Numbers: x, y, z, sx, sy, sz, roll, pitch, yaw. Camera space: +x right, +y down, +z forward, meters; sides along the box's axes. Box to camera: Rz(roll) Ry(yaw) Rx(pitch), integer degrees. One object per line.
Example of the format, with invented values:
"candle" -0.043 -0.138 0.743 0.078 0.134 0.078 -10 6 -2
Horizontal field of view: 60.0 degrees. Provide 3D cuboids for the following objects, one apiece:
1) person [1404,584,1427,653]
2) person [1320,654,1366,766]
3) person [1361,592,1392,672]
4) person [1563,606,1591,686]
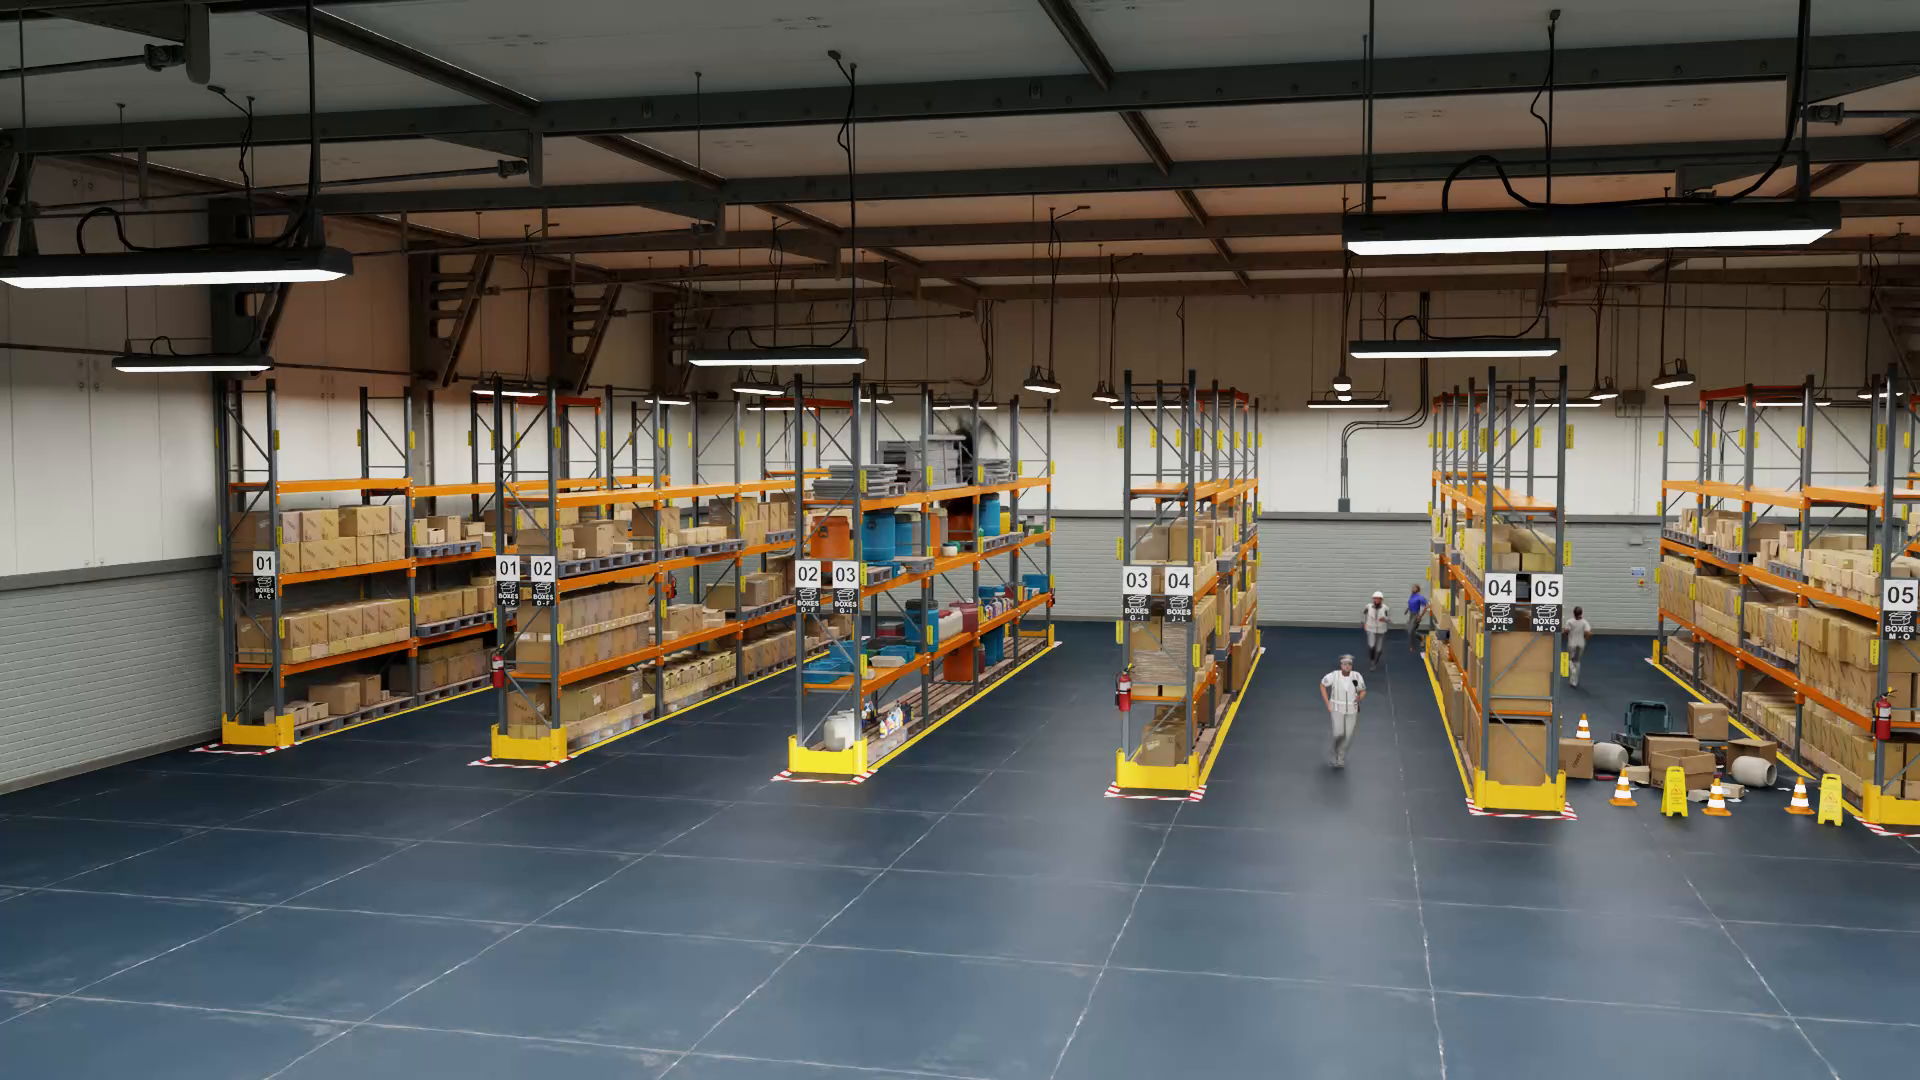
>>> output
"person" 10.801 1.856 39.312 0.598 1.622 0.614 -1 4 -16
"person" 5.861 2.599 25.343 0.656 1.740 0.676 0 3 -1
"person" 8.980 1.978 35.854 0.610 1.752 0.824 0 3 7
"person" 12.551 2.161 33.852 0.548 1.616 0.558 1 3 11
